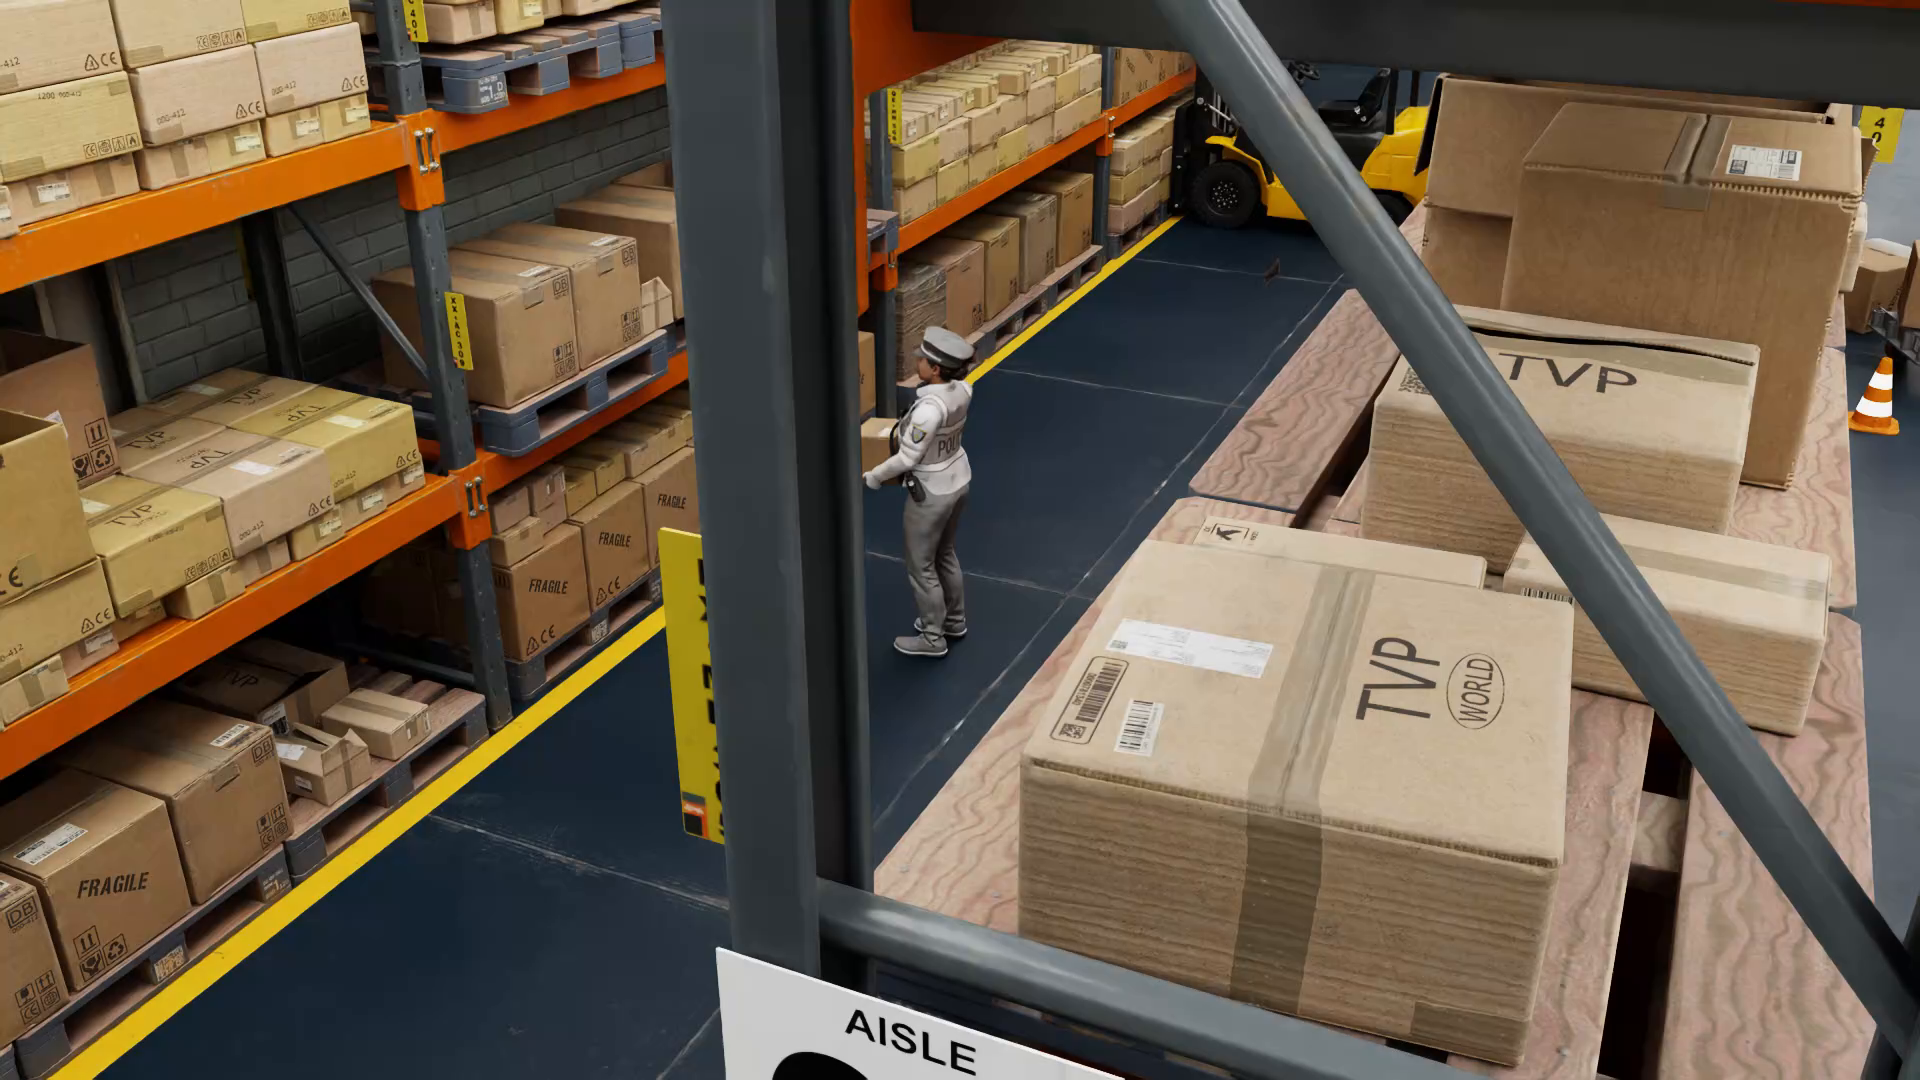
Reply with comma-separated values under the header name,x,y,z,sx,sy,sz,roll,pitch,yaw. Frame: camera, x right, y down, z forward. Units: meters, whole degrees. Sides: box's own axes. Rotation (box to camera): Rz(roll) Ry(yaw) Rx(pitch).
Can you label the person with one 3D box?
name,x,y,z,sx,sy,sz,roll,pitch,yaw
person,3.801,-0.933,8.887,6.880,2.202,5.657,12,29,23
